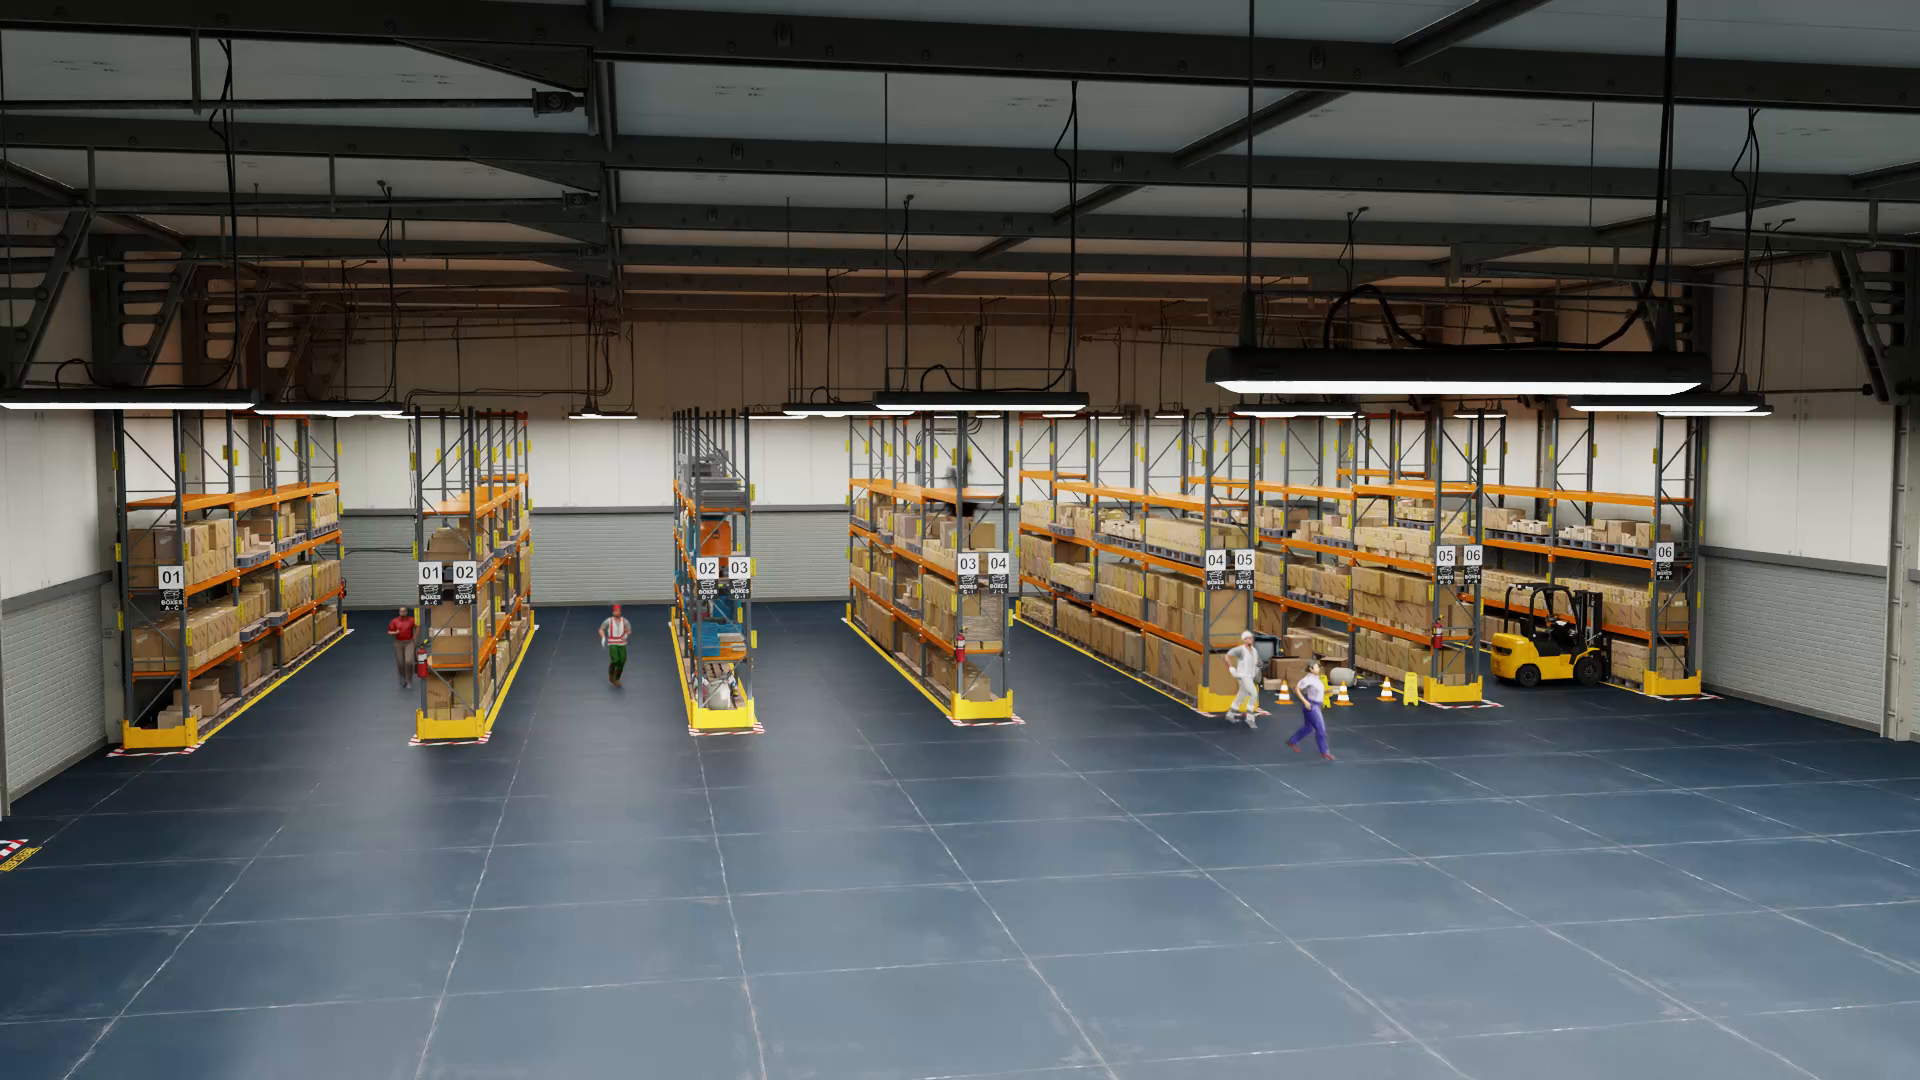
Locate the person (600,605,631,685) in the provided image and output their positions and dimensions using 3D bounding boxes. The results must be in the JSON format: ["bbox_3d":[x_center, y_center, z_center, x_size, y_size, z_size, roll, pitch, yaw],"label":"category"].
[{"bbox_3d":[-7.405,2.278,35.974,0.643,1.743,0.615,-2,5,-28],"label":"person"}]

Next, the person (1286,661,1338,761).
[{"bbox_3d":[5.981,2.878,28.194,0.900,1.660,0.598,2,4,24],"label":"person"}]

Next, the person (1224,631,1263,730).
[{"bbox_3d":[5.341,2.603,31.189,0.760,1.806,0.654,3,5,39],"label":"person"}]

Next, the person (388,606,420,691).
[{"bbox_3d":[-11.968,2.310,35.782,0.648,1.778,0.849,-1,4,-15],"label":"person"}]
